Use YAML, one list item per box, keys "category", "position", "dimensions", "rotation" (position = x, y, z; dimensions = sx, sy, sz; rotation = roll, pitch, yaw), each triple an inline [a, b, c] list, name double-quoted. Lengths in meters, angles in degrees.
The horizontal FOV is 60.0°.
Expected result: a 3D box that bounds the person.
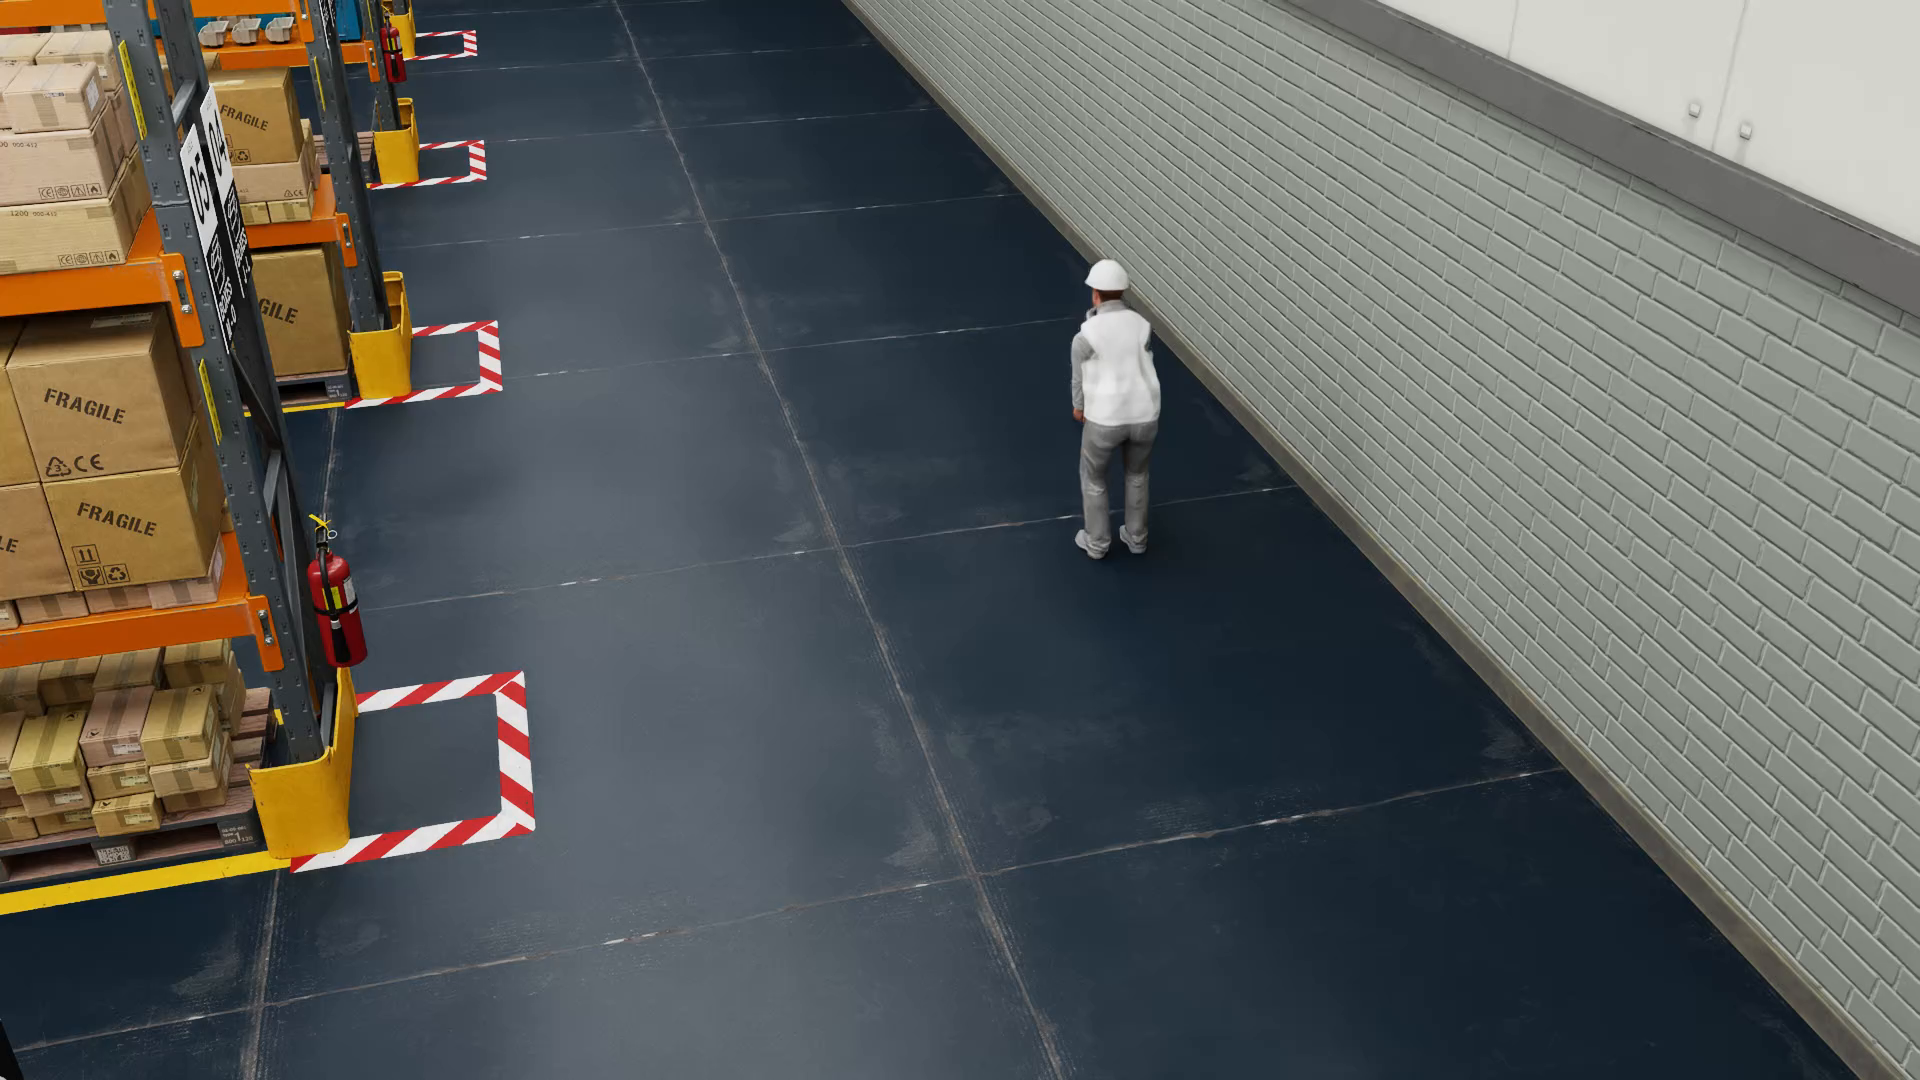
- category: "person"
  position: [0.879, -0.744, 9.557]
  dimensions: [0.452, 1.722, 0.615]
  rotation: [-8, 31, -14]
